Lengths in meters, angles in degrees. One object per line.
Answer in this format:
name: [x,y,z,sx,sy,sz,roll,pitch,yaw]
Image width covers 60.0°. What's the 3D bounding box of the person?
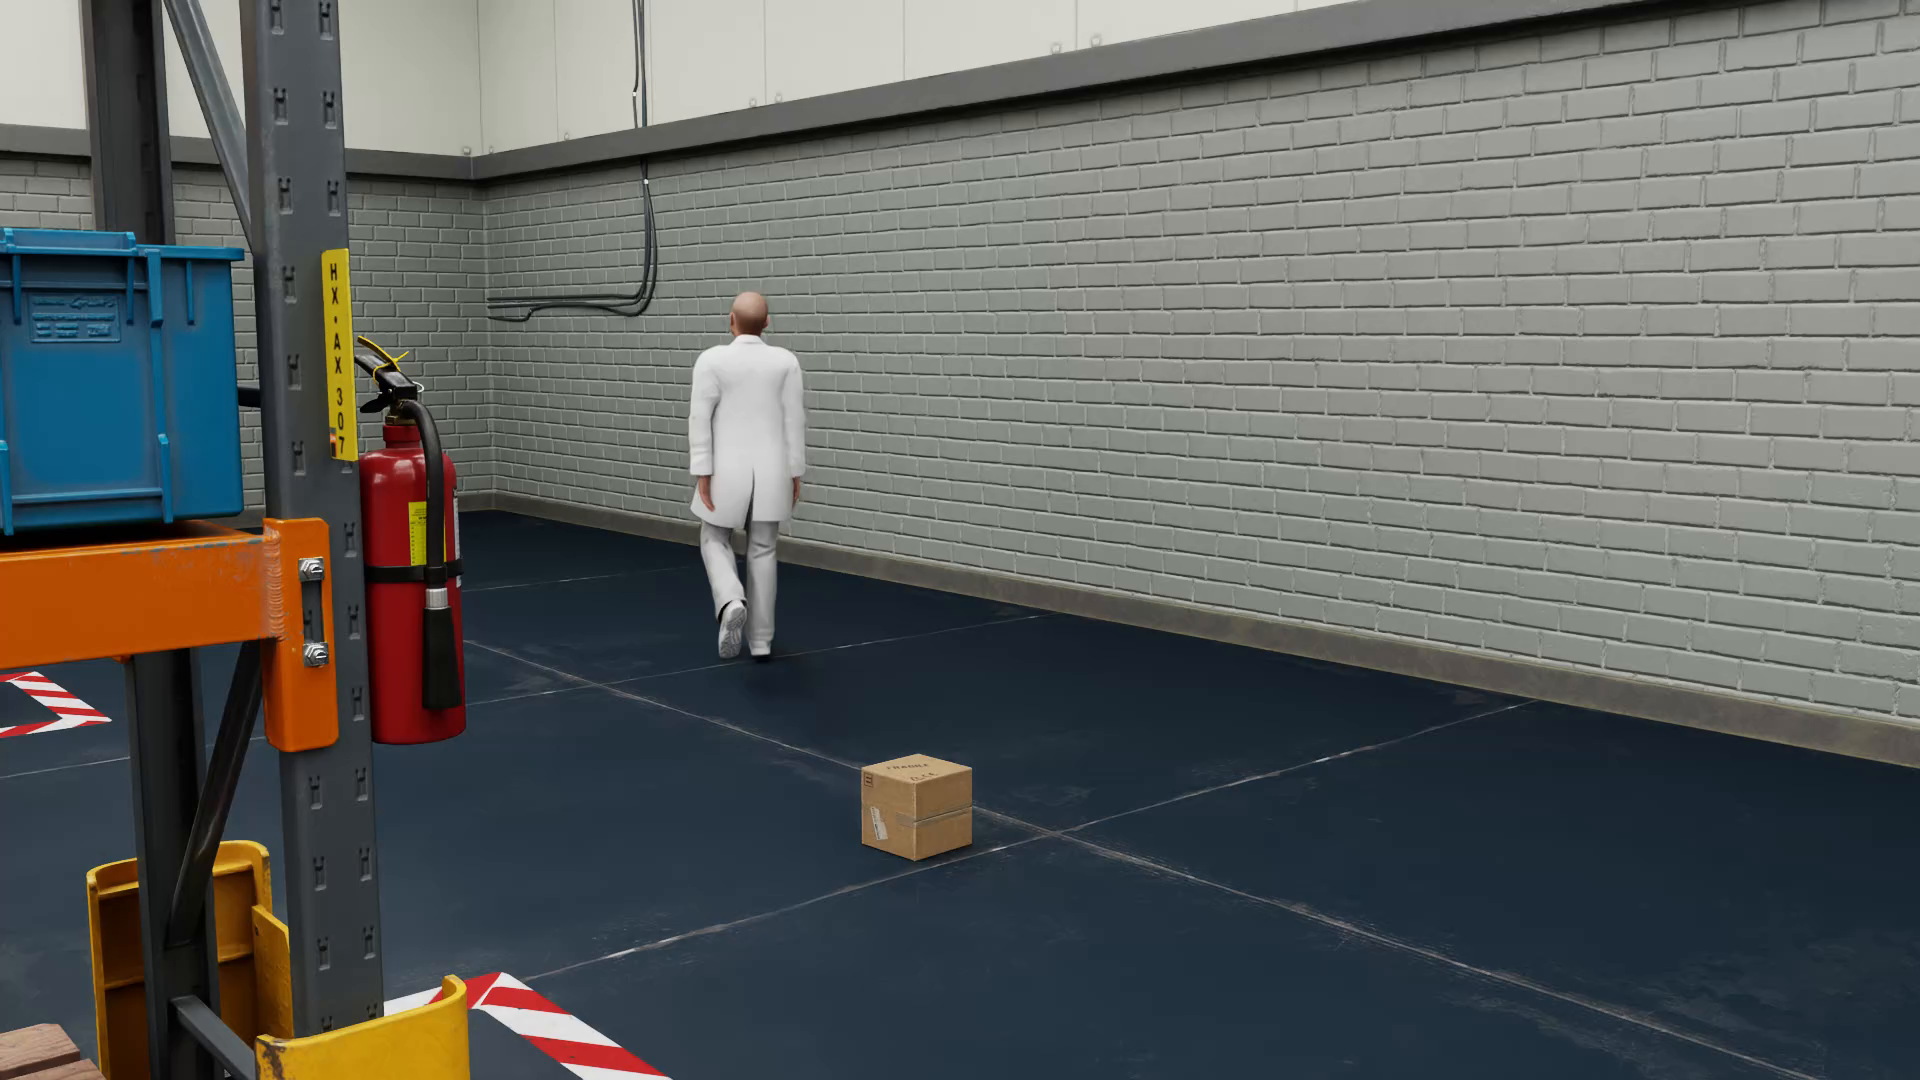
person: [-1.037,-0.312,8.124,0.577,1.785,0.529,-2,7,-14]
